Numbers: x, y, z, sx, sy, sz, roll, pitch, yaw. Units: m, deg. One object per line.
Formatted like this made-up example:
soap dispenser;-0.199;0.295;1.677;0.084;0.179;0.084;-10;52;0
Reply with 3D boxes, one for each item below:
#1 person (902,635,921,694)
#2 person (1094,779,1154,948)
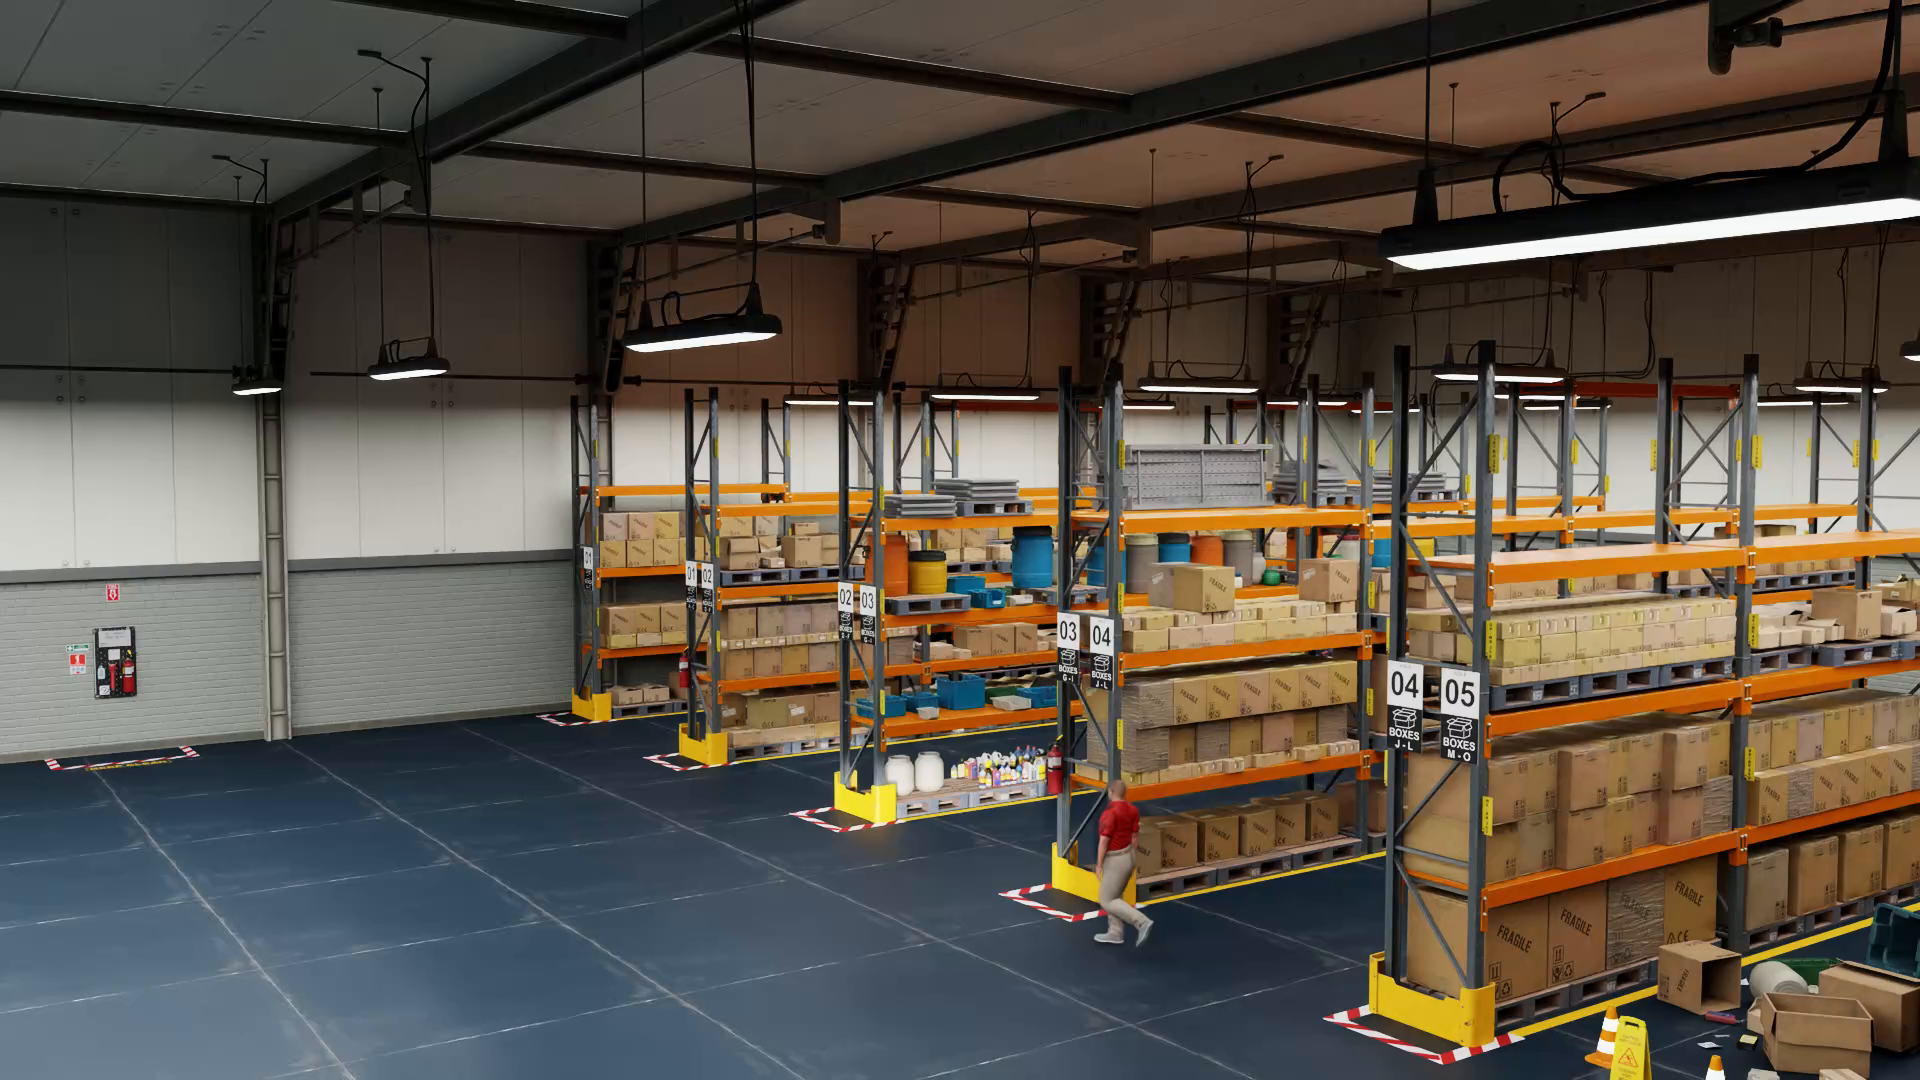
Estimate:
person;-0.882;2.529;31.095;0.577;1.719;0.585;1;4;21
person;1.642;3.287;16.841;0.682;1.720;0.505;1;4;21
